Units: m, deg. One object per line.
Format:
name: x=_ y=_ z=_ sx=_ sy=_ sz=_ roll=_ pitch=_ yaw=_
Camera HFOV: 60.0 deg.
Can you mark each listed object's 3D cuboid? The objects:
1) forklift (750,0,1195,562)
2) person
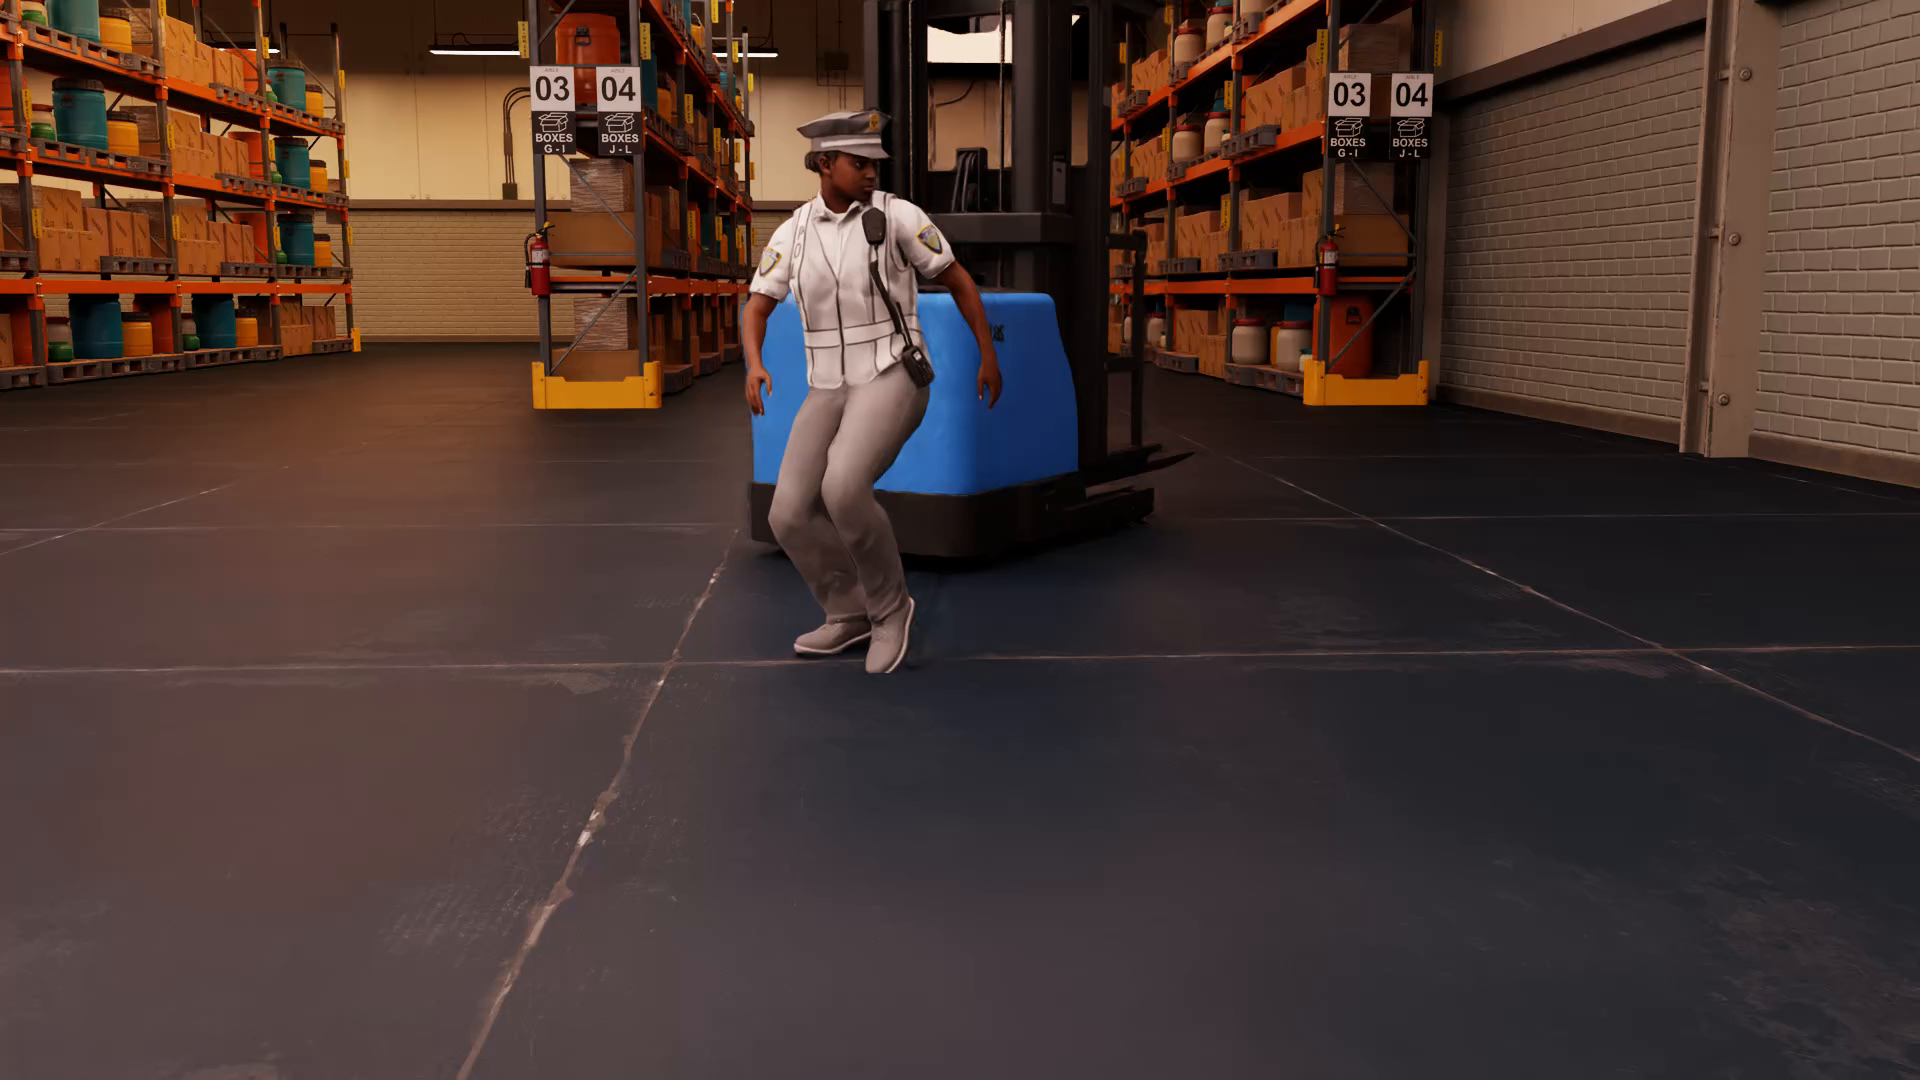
forklift: x=0.273 y=-1.539 z=7.693 sx=1.130 sy=2.935 sz=3.031 roll=4 pitch=10 yaw=28
person: x=-0.301 y=-0.420 z=4.845 sx=0.633 sy=1.613 sz=0.681 roll=5 pitch=10 yaw=31
